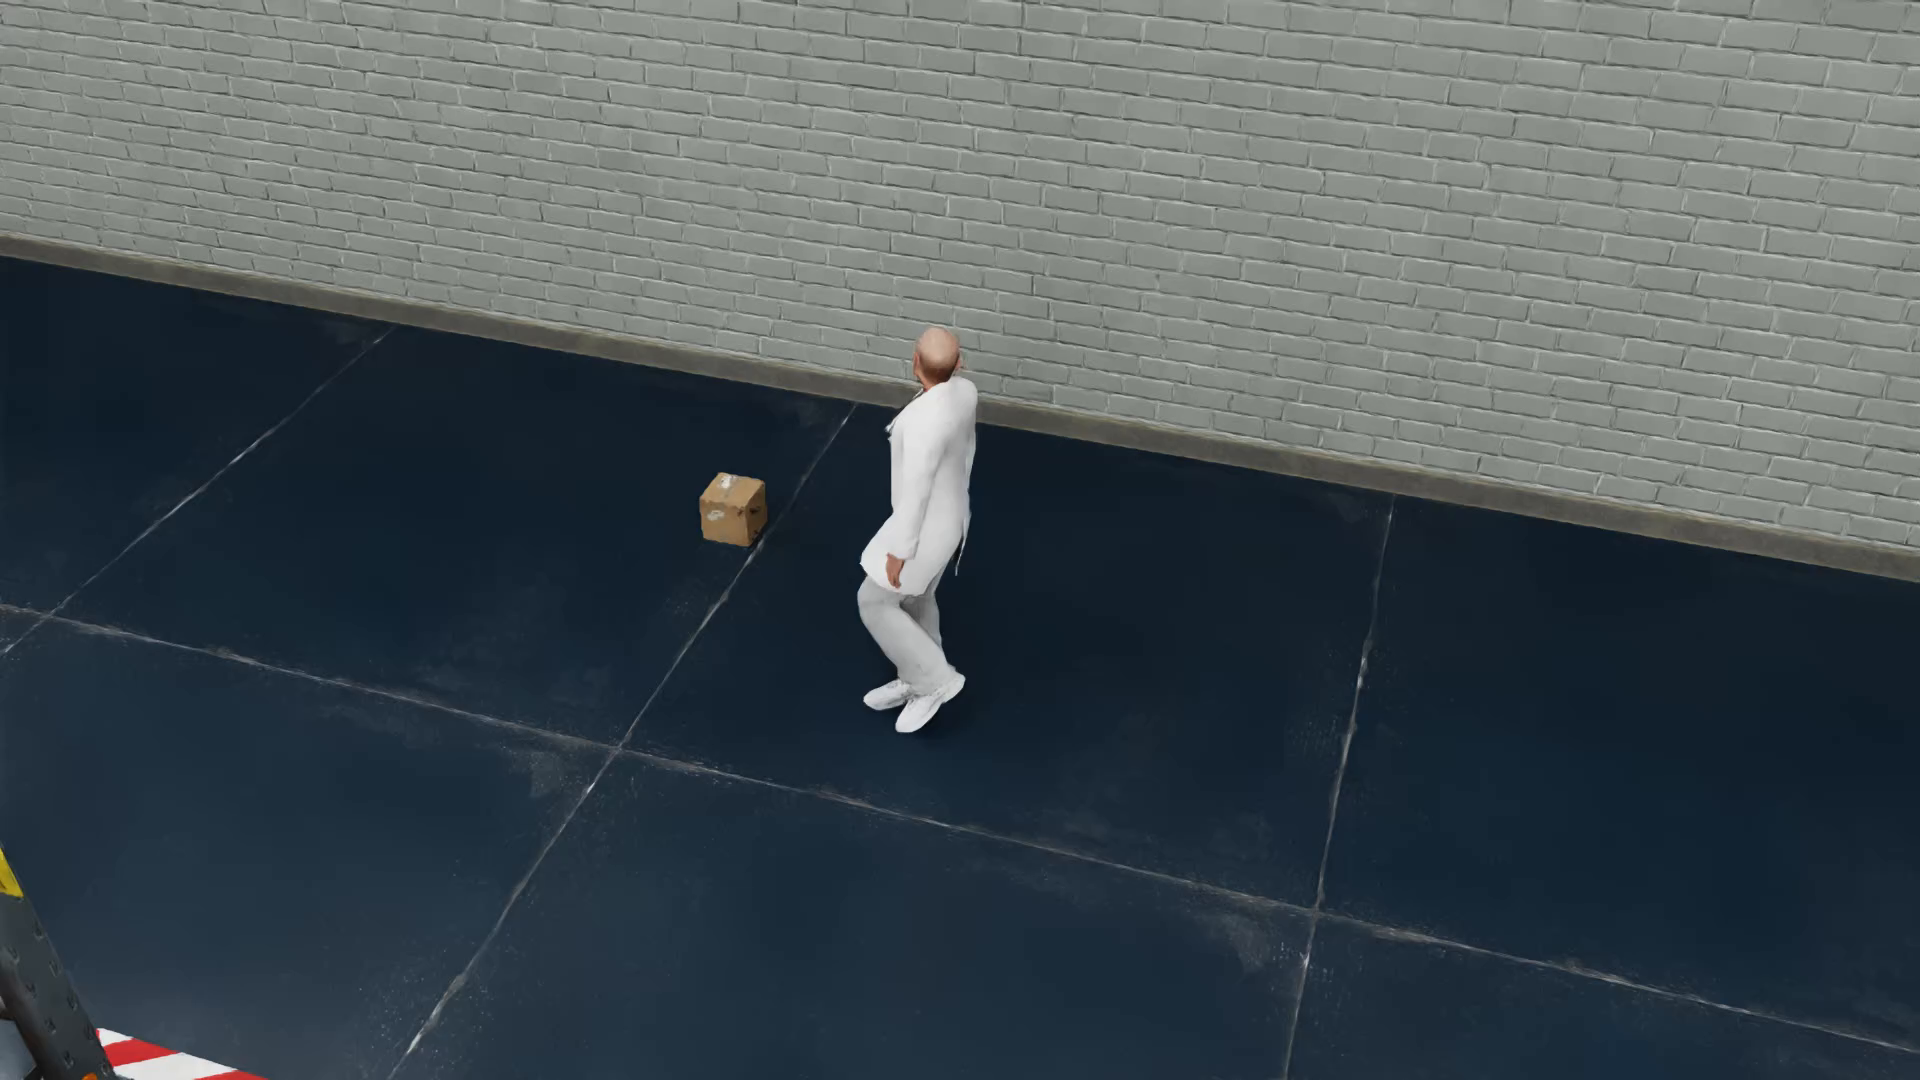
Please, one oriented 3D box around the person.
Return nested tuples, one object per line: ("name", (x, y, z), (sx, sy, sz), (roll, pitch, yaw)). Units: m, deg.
("person", (-0.168, -0.042, 6.976), (0.477, 1.769, 0.718), (8, 37, 11))
